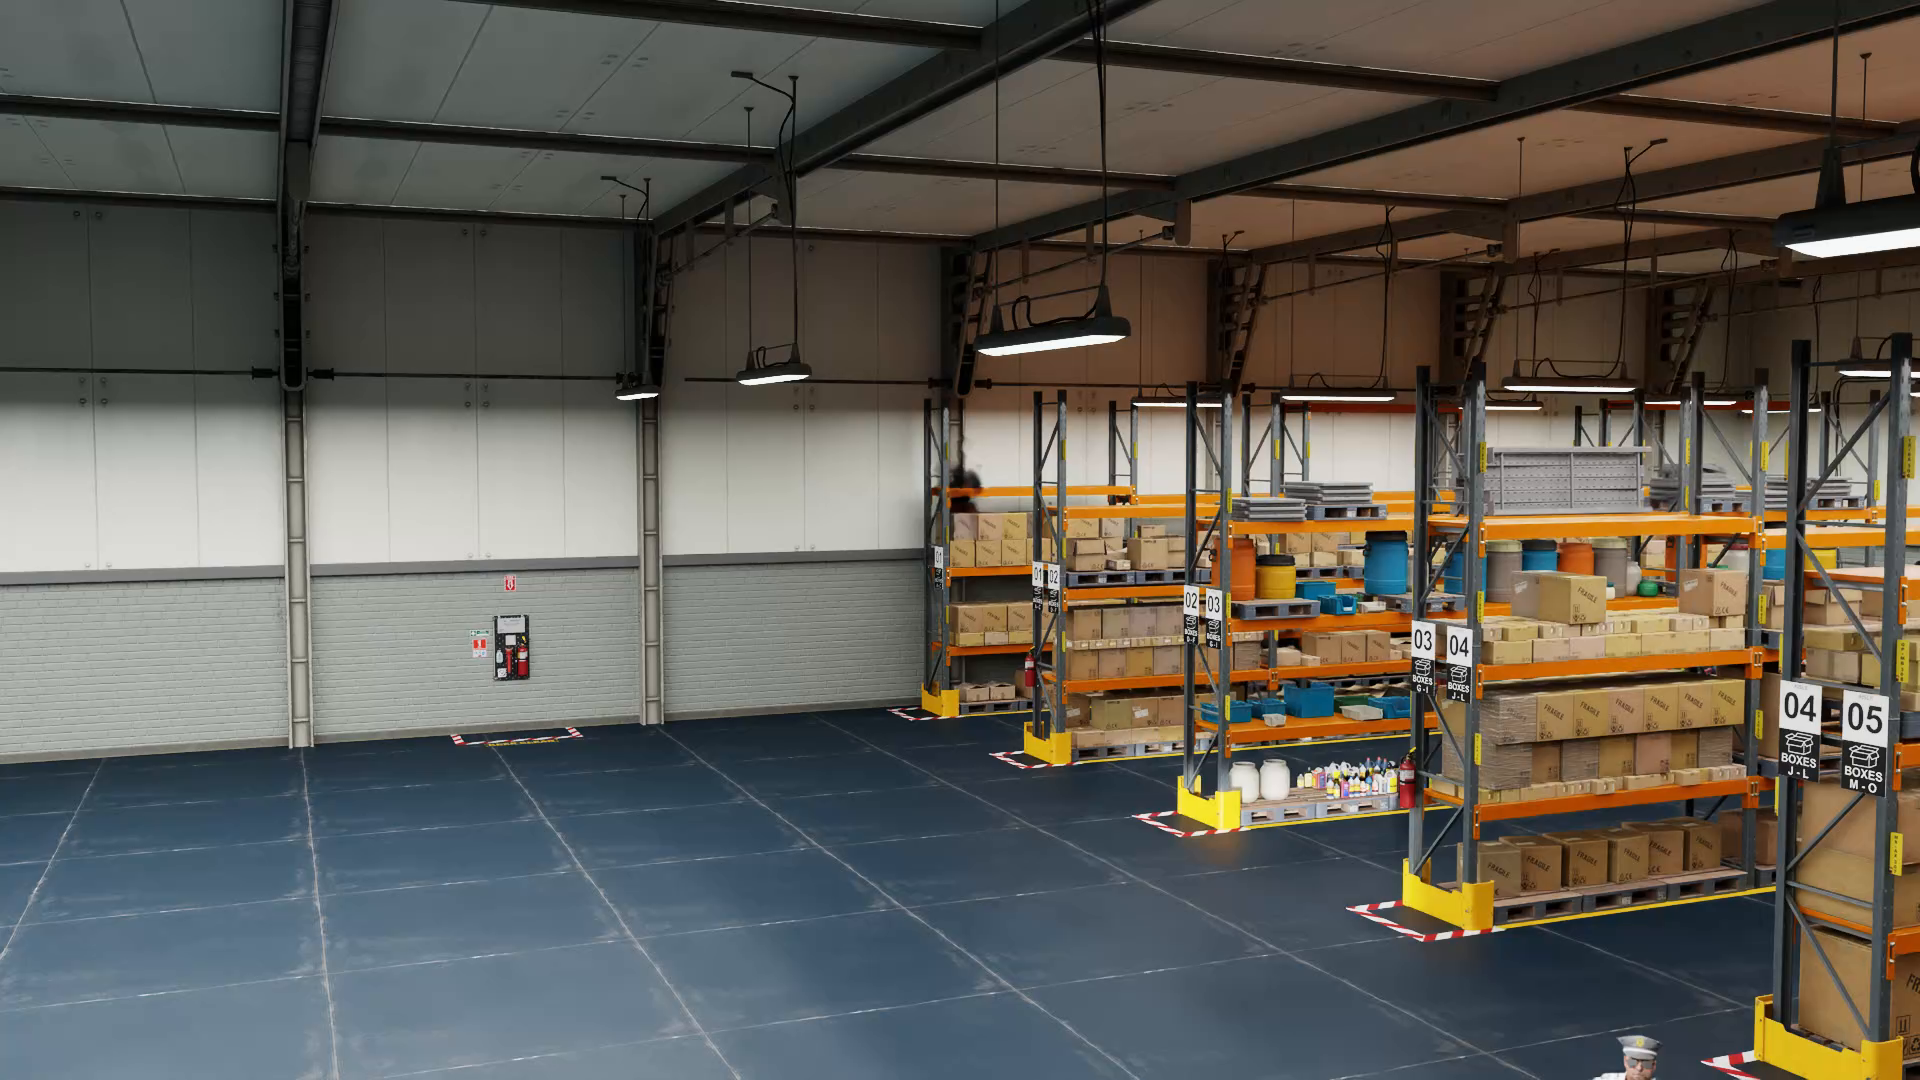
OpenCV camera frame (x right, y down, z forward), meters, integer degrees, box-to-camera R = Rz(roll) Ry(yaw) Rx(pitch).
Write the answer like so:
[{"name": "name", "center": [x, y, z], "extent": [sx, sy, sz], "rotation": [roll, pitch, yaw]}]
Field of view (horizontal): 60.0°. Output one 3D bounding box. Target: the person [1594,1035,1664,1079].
[{"name": "person", "center": [3.867, 3.720, 9.556], "extent": [0.637, 1.770, 0.678], "rotation": [1, 4, 18]}]
